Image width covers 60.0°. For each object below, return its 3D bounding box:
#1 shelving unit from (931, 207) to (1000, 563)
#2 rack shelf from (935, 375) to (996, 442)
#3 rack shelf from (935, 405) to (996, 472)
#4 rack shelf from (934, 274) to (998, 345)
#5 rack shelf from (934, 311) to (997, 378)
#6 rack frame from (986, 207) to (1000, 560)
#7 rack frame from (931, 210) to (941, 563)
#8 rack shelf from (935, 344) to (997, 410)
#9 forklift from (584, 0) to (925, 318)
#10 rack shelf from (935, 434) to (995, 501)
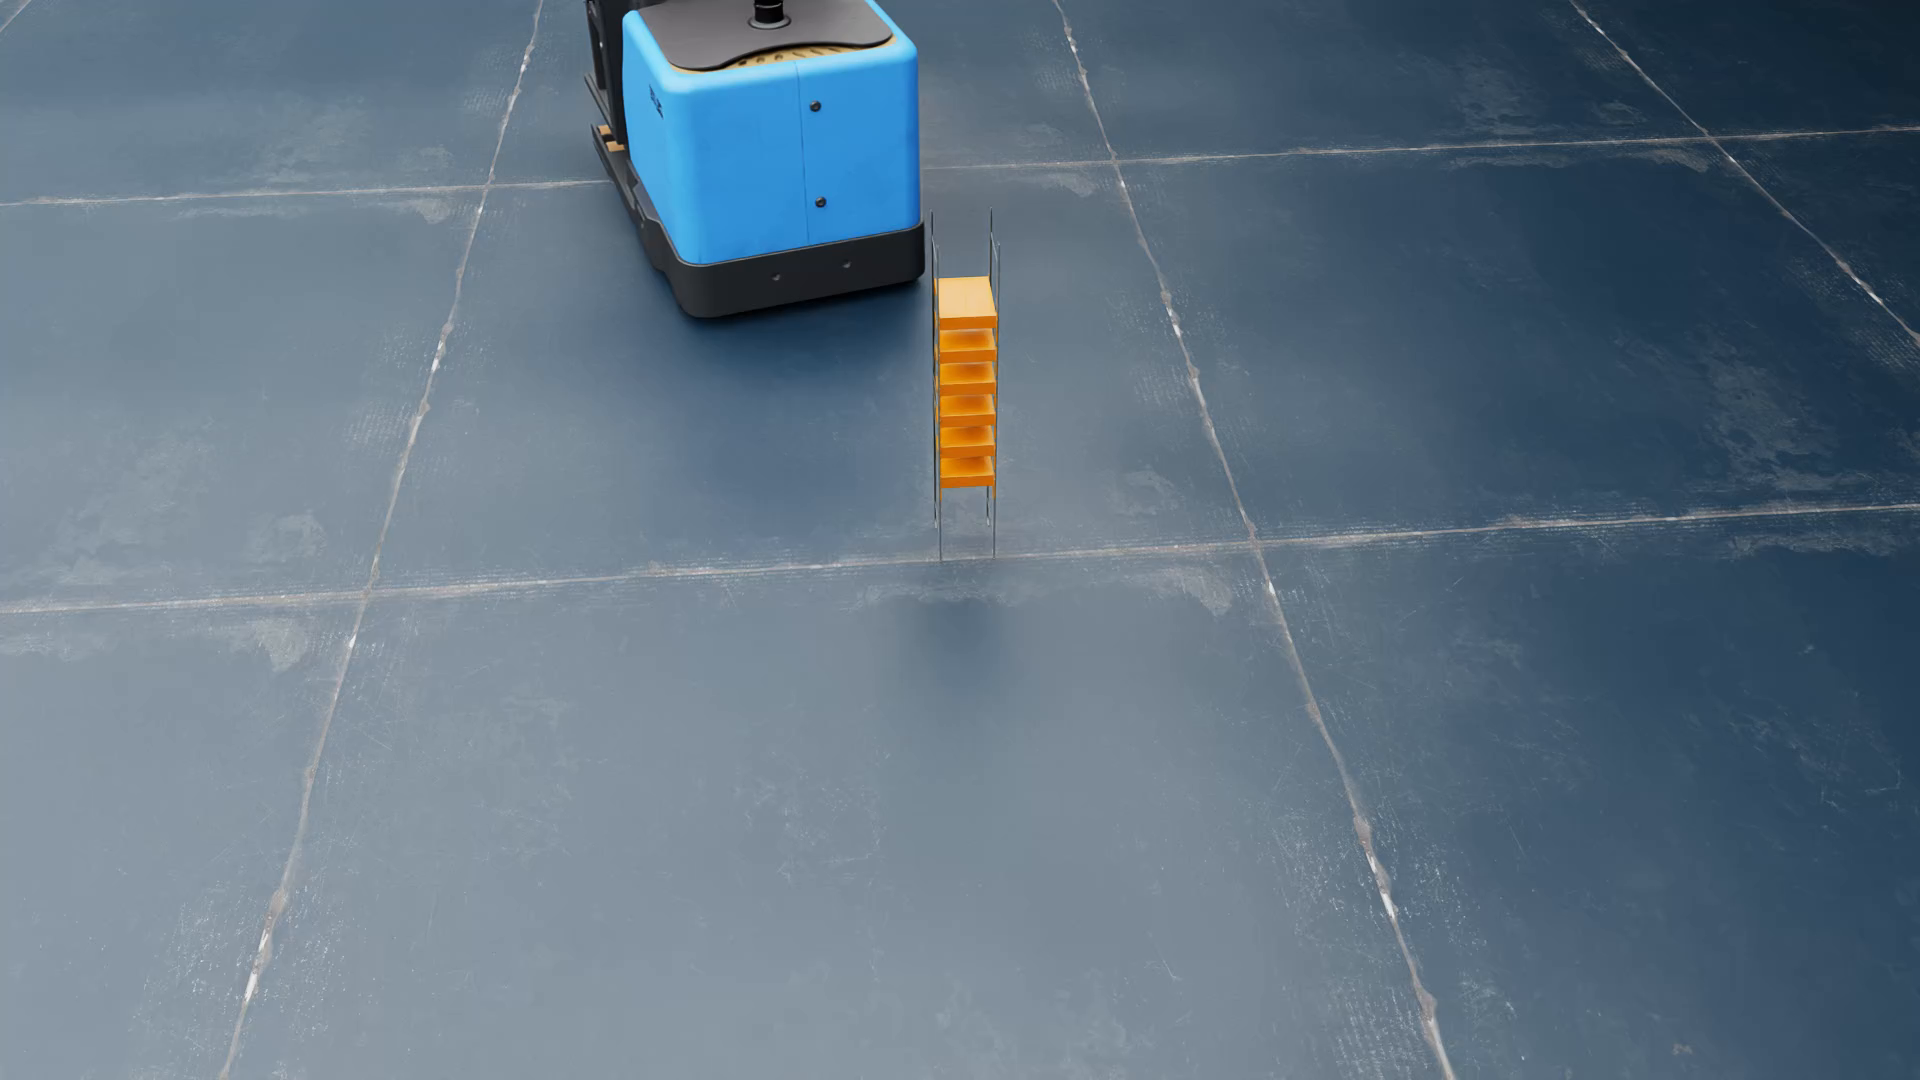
[{"bbox_3d":[0.014,-0.472,5.379,0.189,1.200,0.258,-3,38,-4],"label":"shelving unit"},{"bbox_3d":[0.014,-0.437,5.407,0.180,0.103,0.258,-3,38,-4],"label":"rack shelf"},{"bbox_3d":[0.014,-0.343,5.481,0.180,0.103,0.258,-3,38,-4],"label":"rack shelf"},{"bbox_3d":[0.014,-0.720,5.184,0.180,0.103,0.258,-3,38,-4],"label":"rack shelf"},{"bbox_3d":[0.014,-0.625,5.258,0.180,0.103,0.258,-3,38,-4],"label":"rack shelf"},{"bbox_3d":[0.106,-0.477,5.386,0.006,1.200,0.240,-3,38,-4],"label":"rack frame"},{"bbox_3d":[-0.077,-0.467,5.373,0.006,1.200,0.240,-3,38,-4],"label":"rack frame"},{"bbox_3d":[0.014,-0.531,5.333,0.180,0.103,0.258,-3,38,-4],"label":"rack shelf"},{"bbox_3d":[-1.144,-2.972,7.151,1.130,2.935,3.031,-13,40,-16],"label":"forklift"},{"bbox_3d":[0.014,-0.249,5.556,0.180,0.103,0.258,-3,38,-4],"label":"rack shelf"}]
